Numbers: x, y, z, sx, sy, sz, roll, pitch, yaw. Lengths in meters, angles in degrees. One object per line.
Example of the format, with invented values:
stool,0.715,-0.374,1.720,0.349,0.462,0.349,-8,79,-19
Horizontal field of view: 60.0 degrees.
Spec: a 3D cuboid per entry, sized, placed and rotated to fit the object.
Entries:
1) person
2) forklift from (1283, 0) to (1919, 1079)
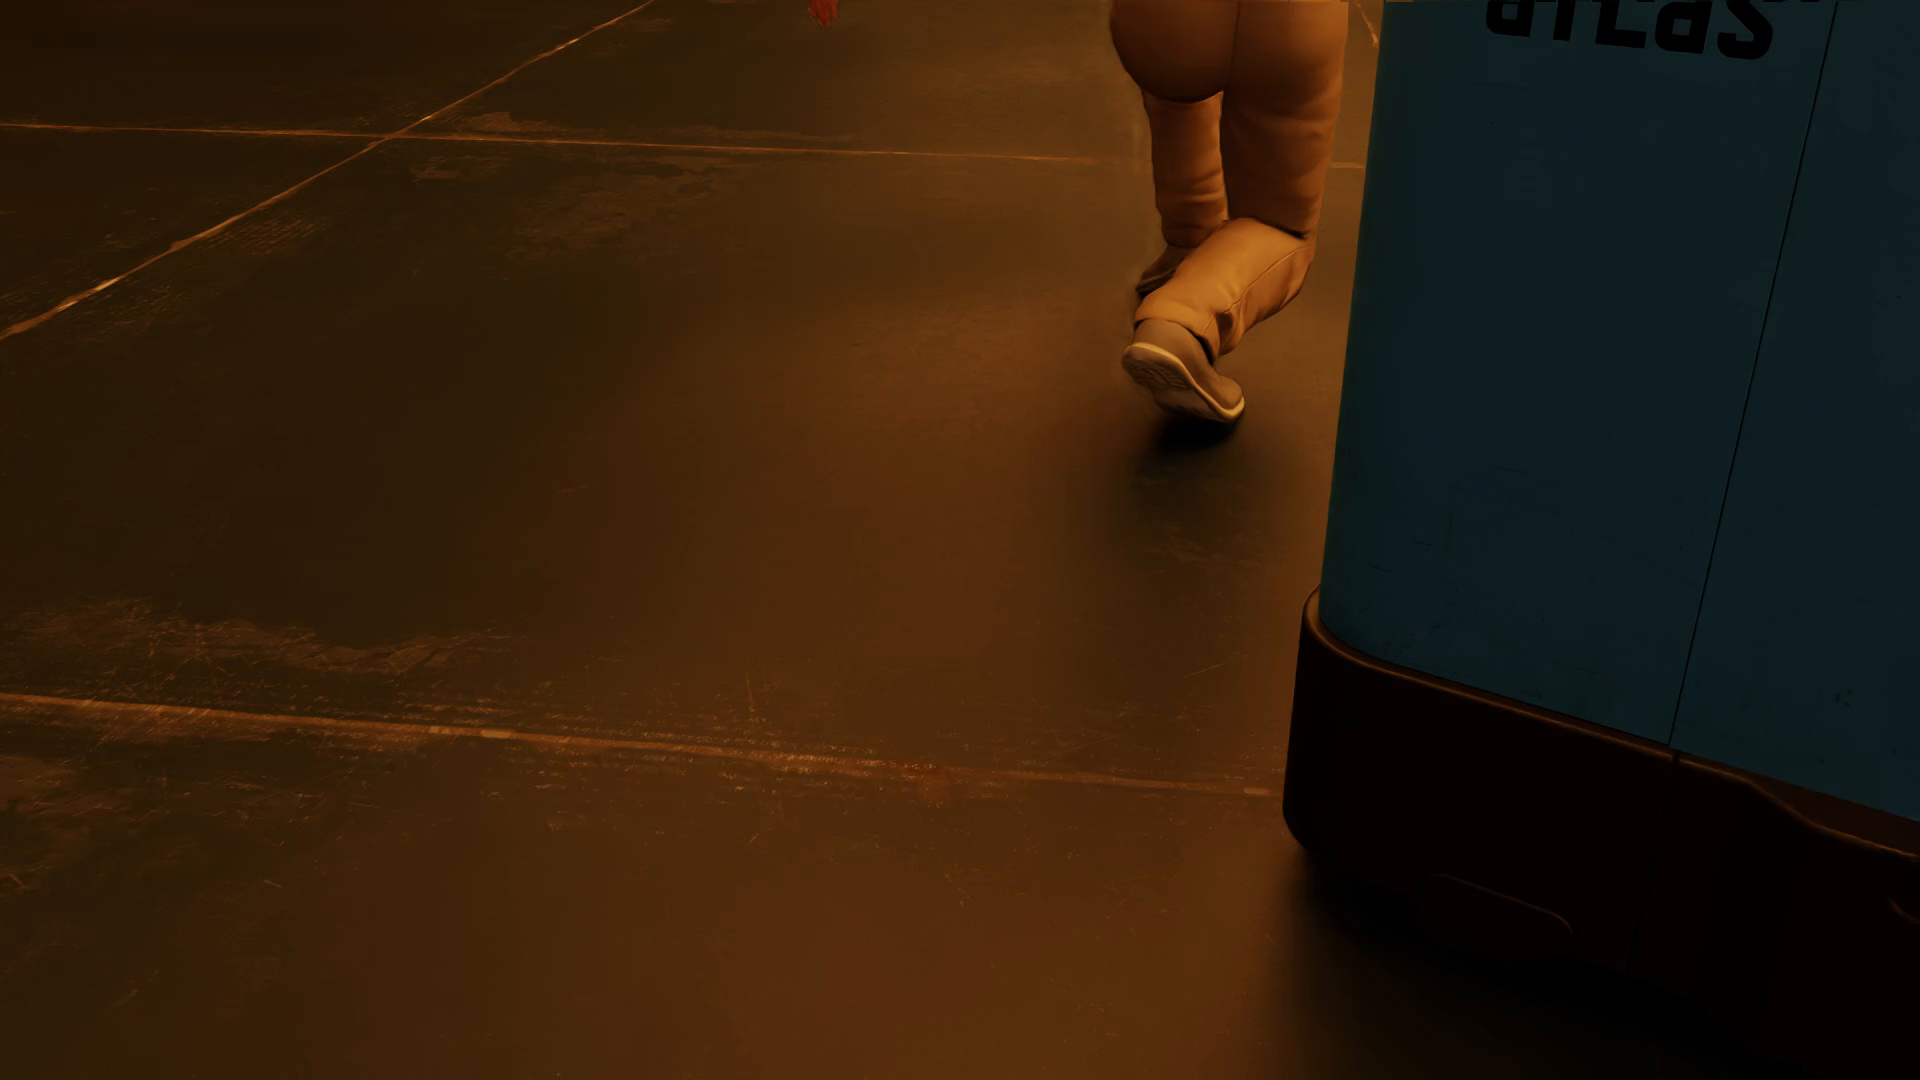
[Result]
person,0.224,-0.970,2.864,0.898,1.454,0.985,0,27,1
forklift,1.848,-0.757,0.733,3.031,2.935,1.130,17,31,30
